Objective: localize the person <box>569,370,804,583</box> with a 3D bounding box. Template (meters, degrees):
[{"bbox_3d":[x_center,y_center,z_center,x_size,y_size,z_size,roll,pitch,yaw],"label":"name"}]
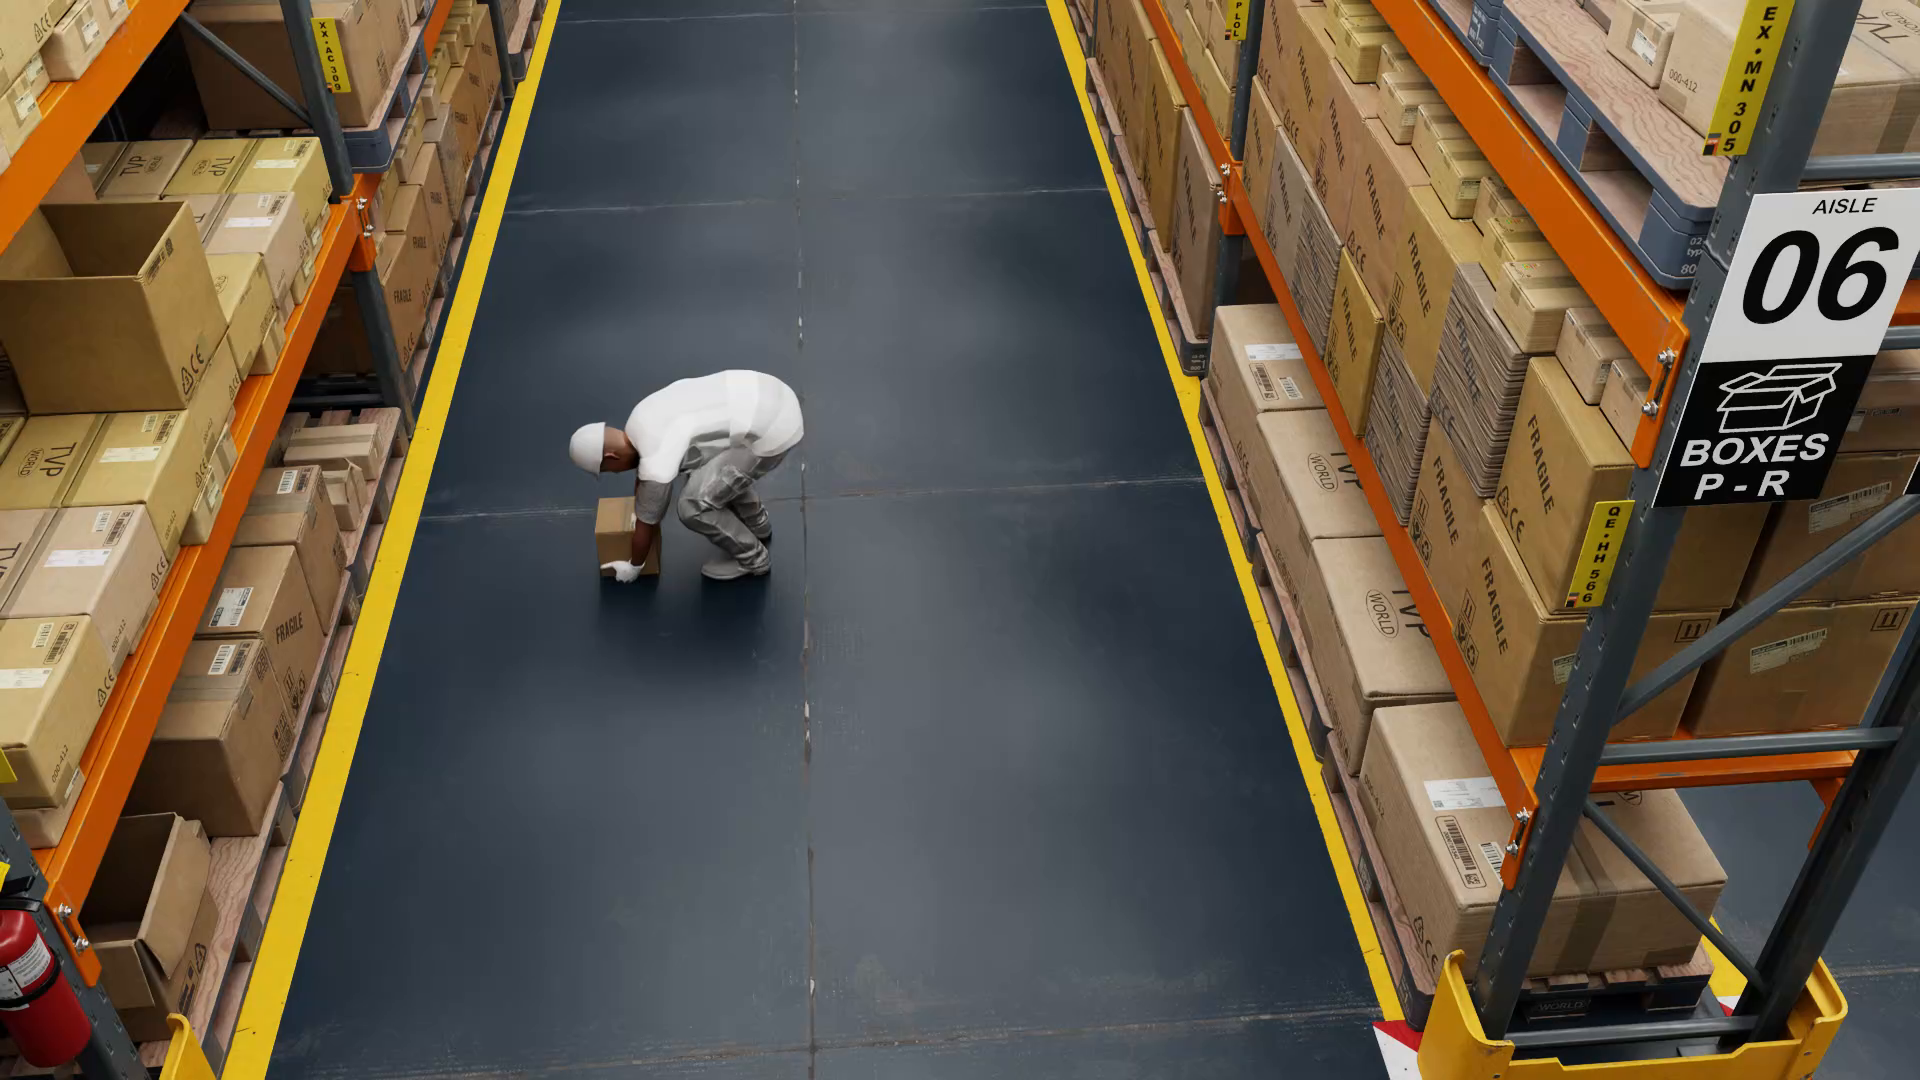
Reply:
[{"bbox_3d":[-1.157,-0.273,7.187,0.986,0.917,0.535,-5,39,-6],"label":"person"}]
